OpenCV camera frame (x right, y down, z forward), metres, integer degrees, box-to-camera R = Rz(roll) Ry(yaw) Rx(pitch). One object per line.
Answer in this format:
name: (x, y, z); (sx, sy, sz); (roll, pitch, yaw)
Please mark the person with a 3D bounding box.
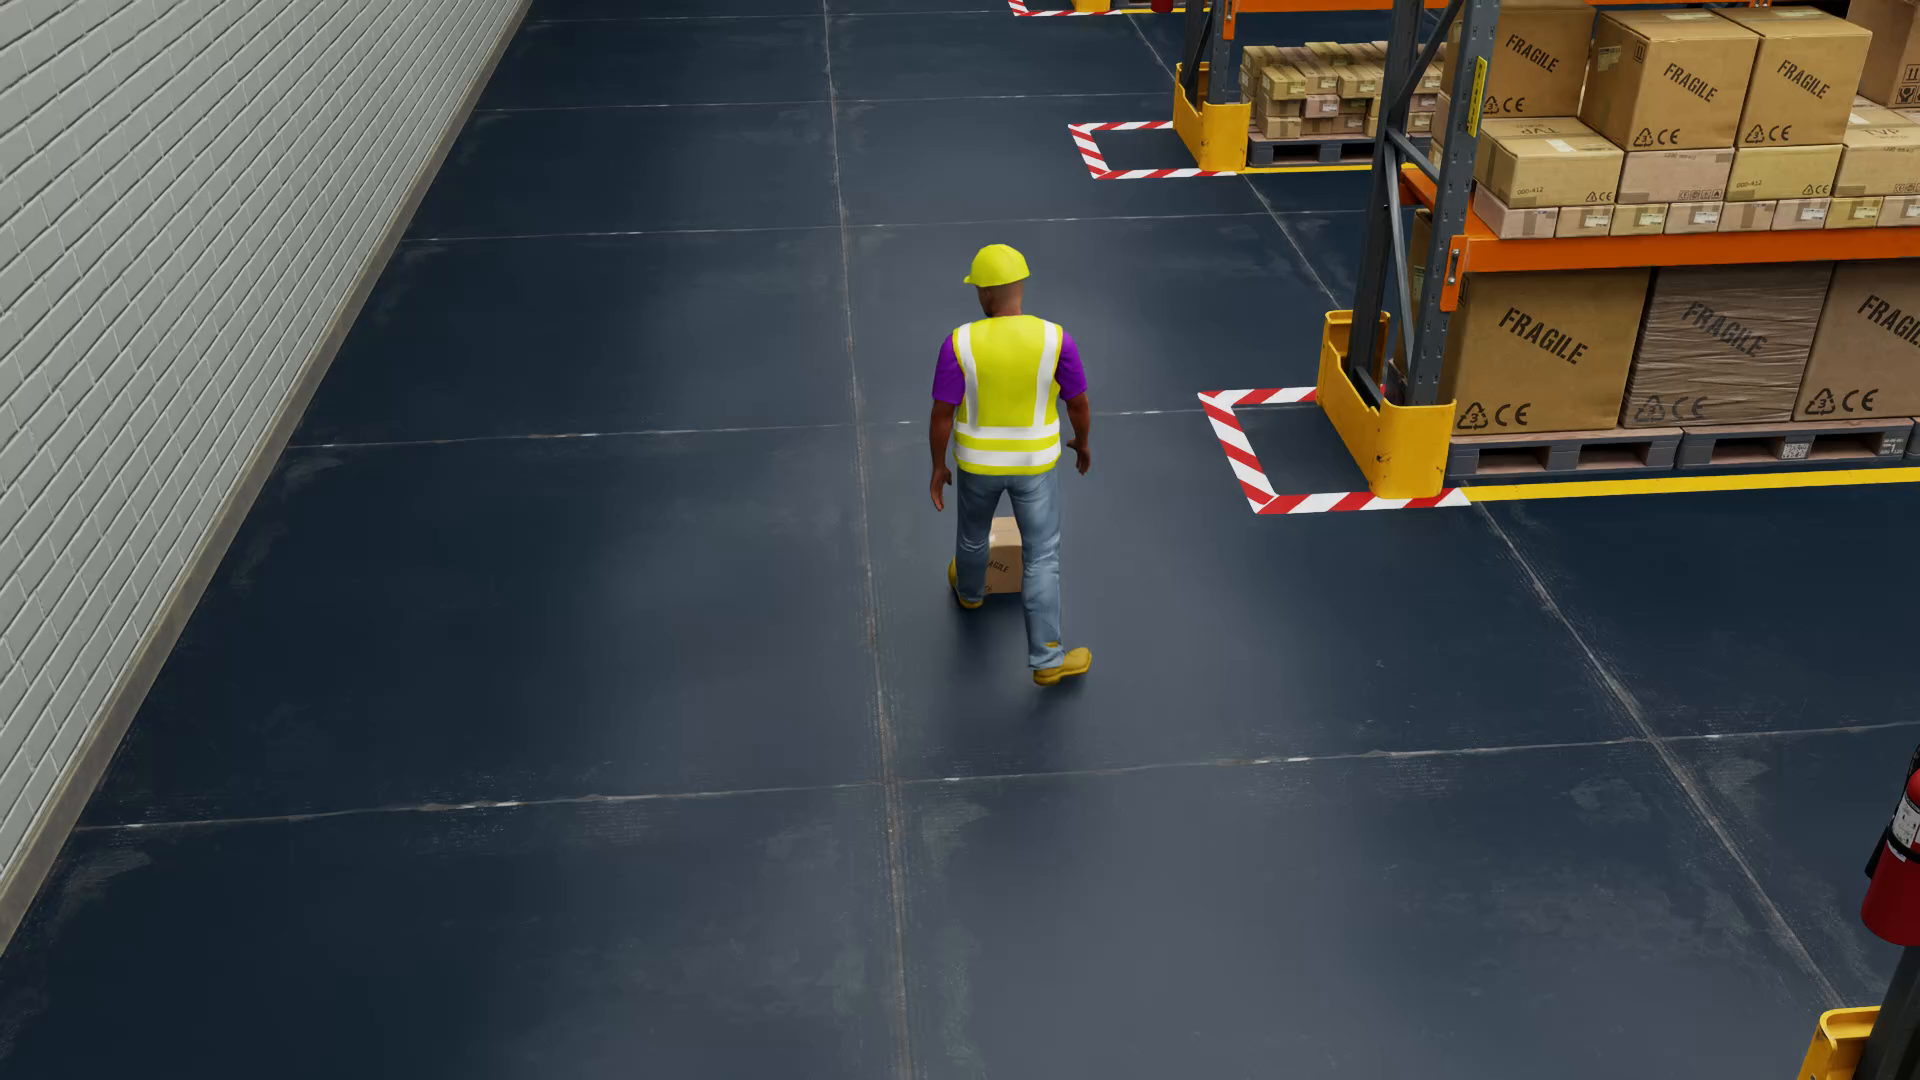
person: (0.227, -0.337, 6.689); (0.675, 1.742, 0.927); (3, 31, 4)
